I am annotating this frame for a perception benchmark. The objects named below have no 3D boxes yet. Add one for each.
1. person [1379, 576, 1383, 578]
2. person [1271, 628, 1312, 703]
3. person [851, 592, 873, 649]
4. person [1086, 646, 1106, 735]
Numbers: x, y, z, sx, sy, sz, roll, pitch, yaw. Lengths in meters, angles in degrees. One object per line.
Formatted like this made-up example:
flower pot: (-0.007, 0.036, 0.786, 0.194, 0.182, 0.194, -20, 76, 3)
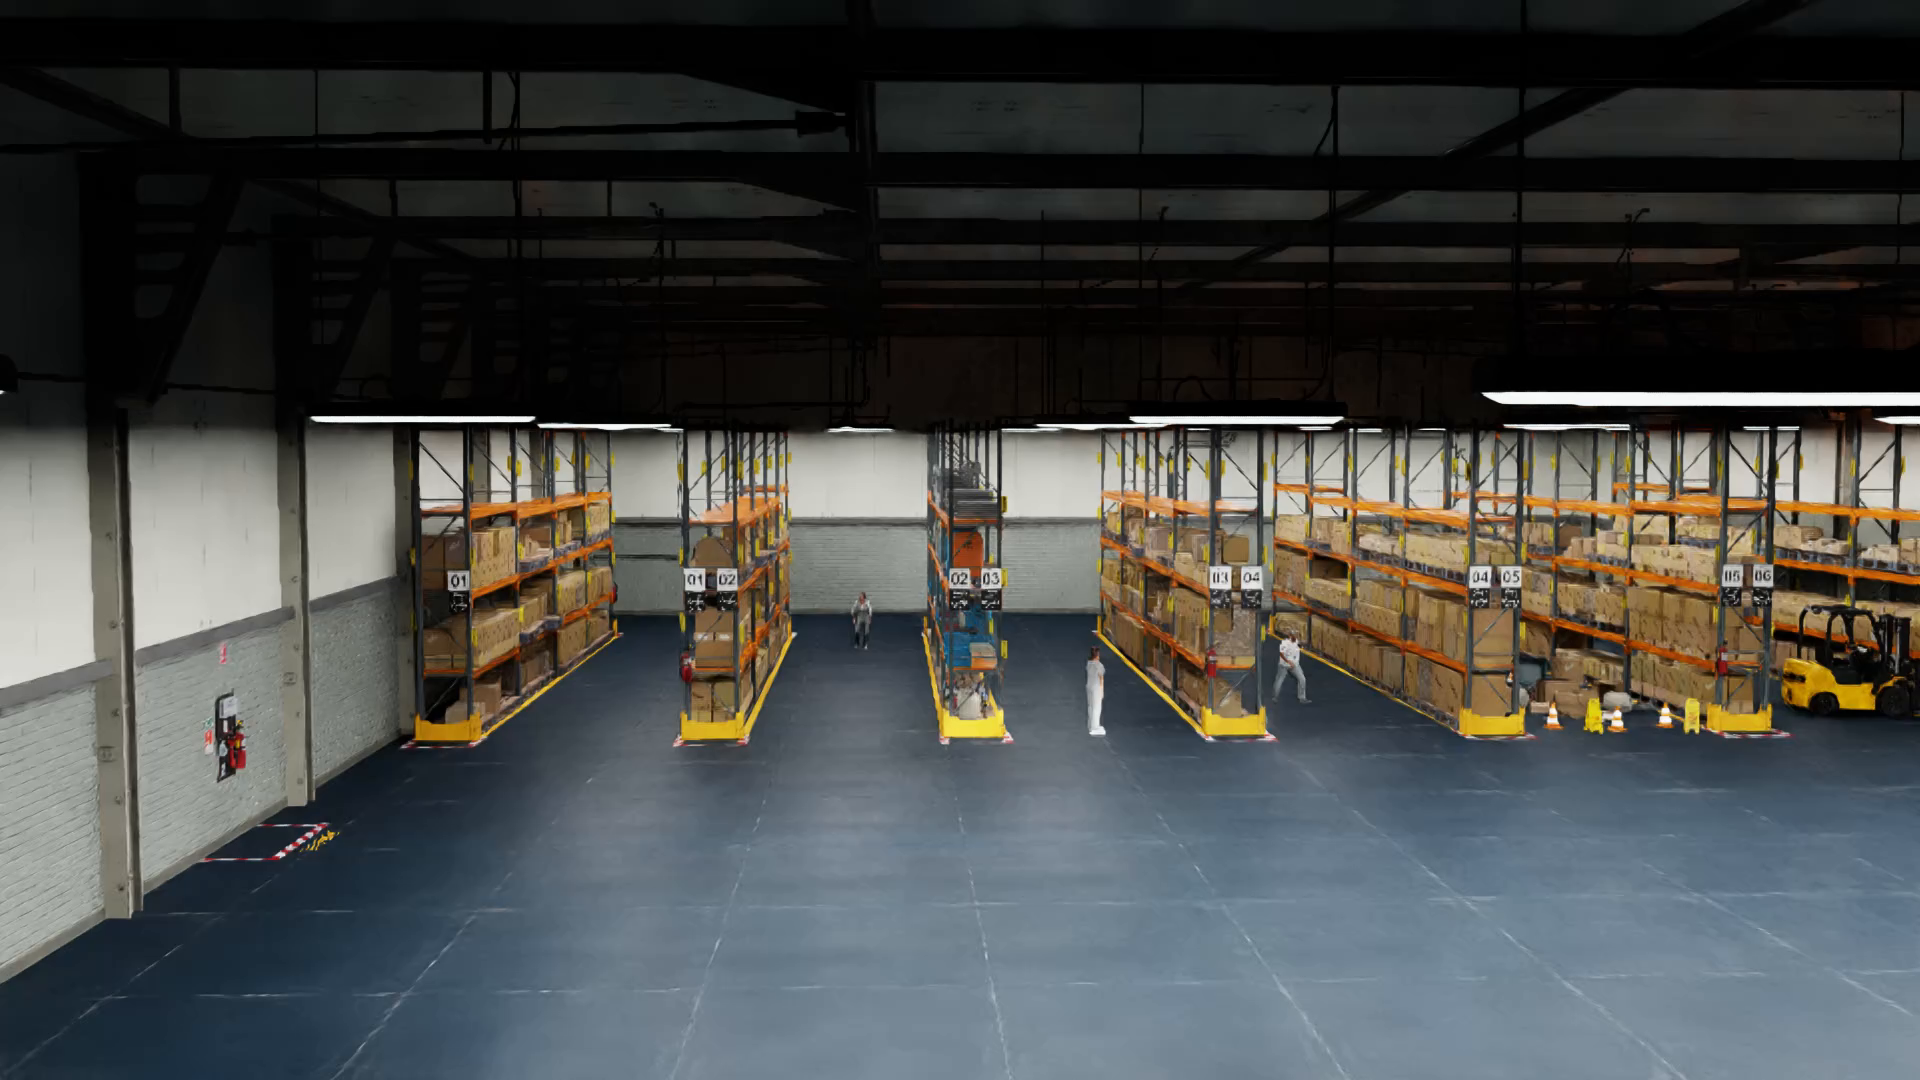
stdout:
person: (11.603, 1.867, 46.097, 0.644, 1.773, 0.671, 1, 4, 20)
person: (7.025, 2.650, 35.414, 0.655, 1.594, 0.824, -1, 4, -20)
person: (-2.605, 2.132, 44.171, 0.566, 1.541, 0.519, 0, 4, -5)
person: (2.608, 2.845, 31.658, 0.445, 1.674, 0.493, -2, 4, -30)
